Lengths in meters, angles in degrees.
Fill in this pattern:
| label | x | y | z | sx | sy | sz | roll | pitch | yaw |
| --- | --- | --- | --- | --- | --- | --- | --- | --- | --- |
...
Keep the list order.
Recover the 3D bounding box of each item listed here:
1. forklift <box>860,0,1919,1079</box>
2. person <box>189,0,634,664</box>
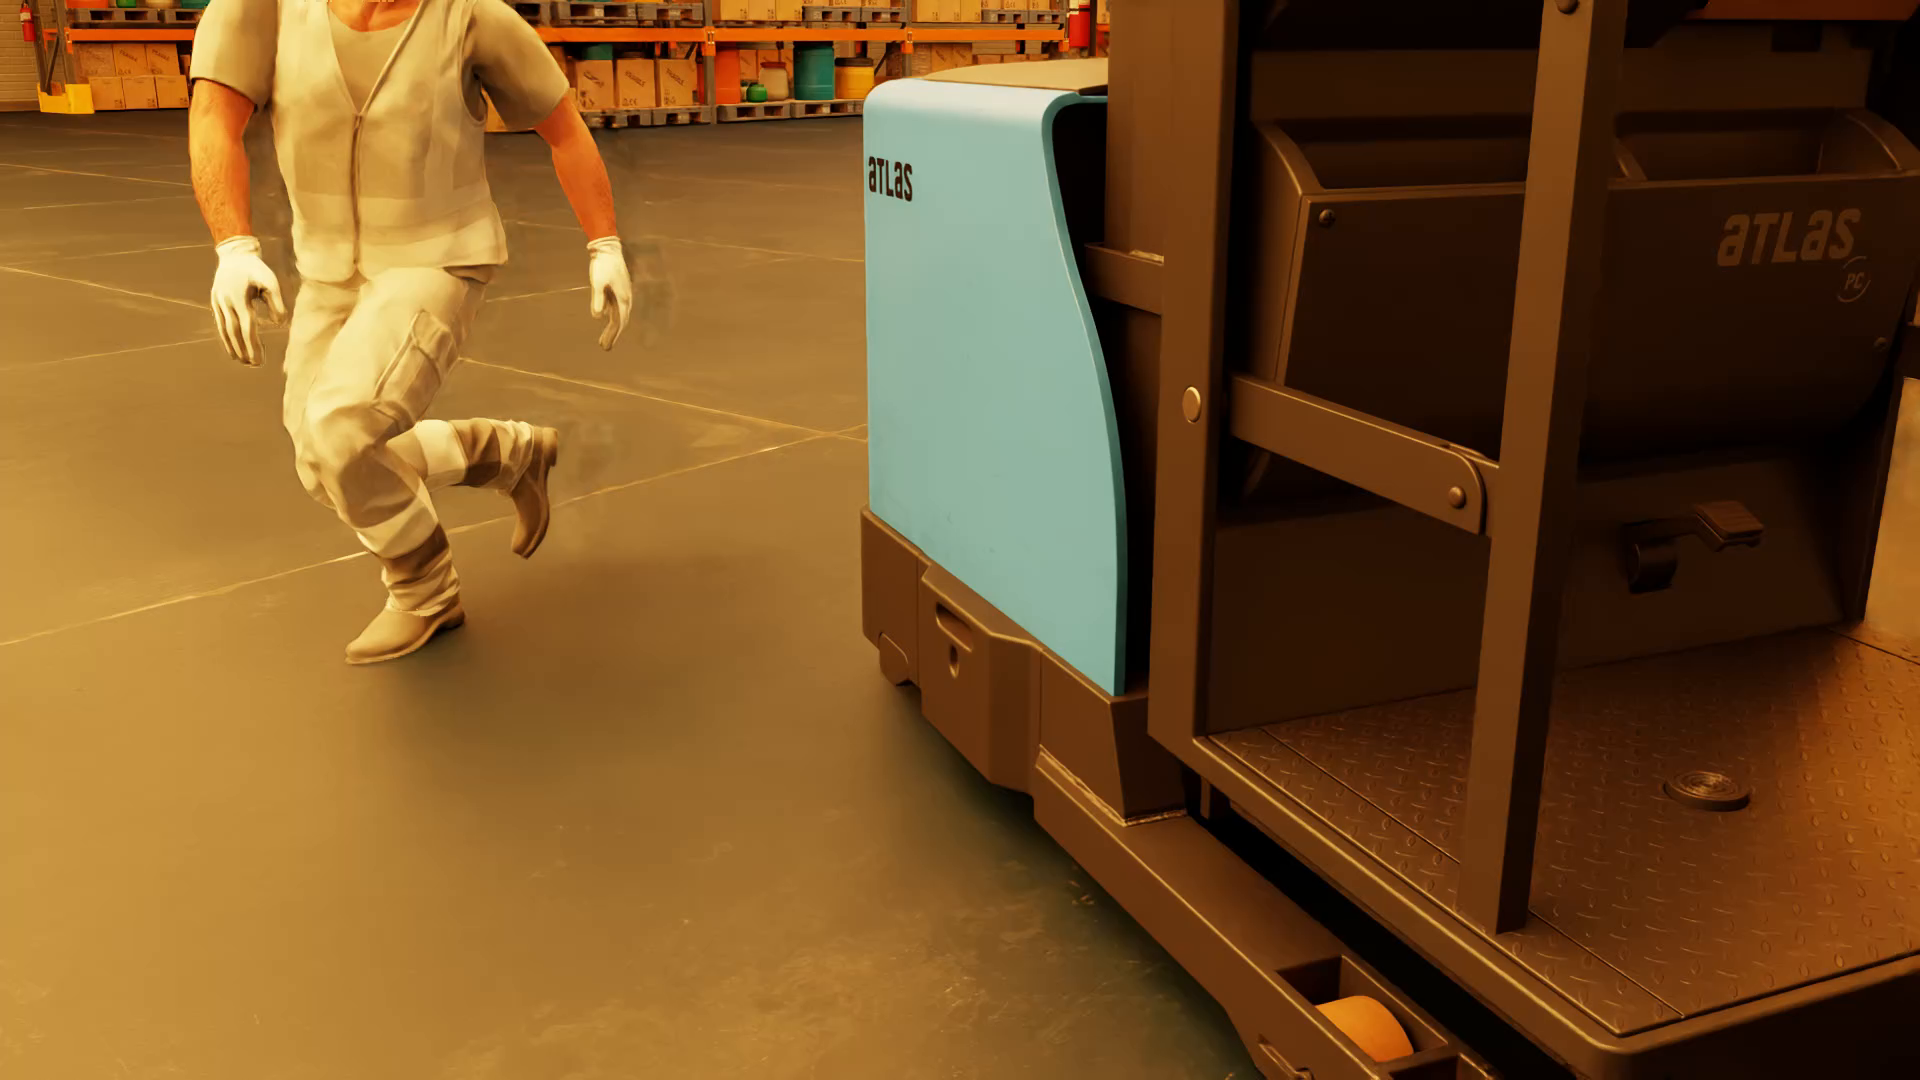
| label | x | y | z | sx | sy | sz | roll | pitch | yaw |
| --- | --- | --- | --- | --- | --- | --- | --- | --- | --- |
| forklift | 0.847 | -0.832 | 1.638 | 1.130 | 2.935 | 3.031 | -7 | 18 | -21 |
| person | -1.004 | -0.560 | 3.185 | 0.662 | 1.553 | 0.841 | 4 | 17 | 13 |
